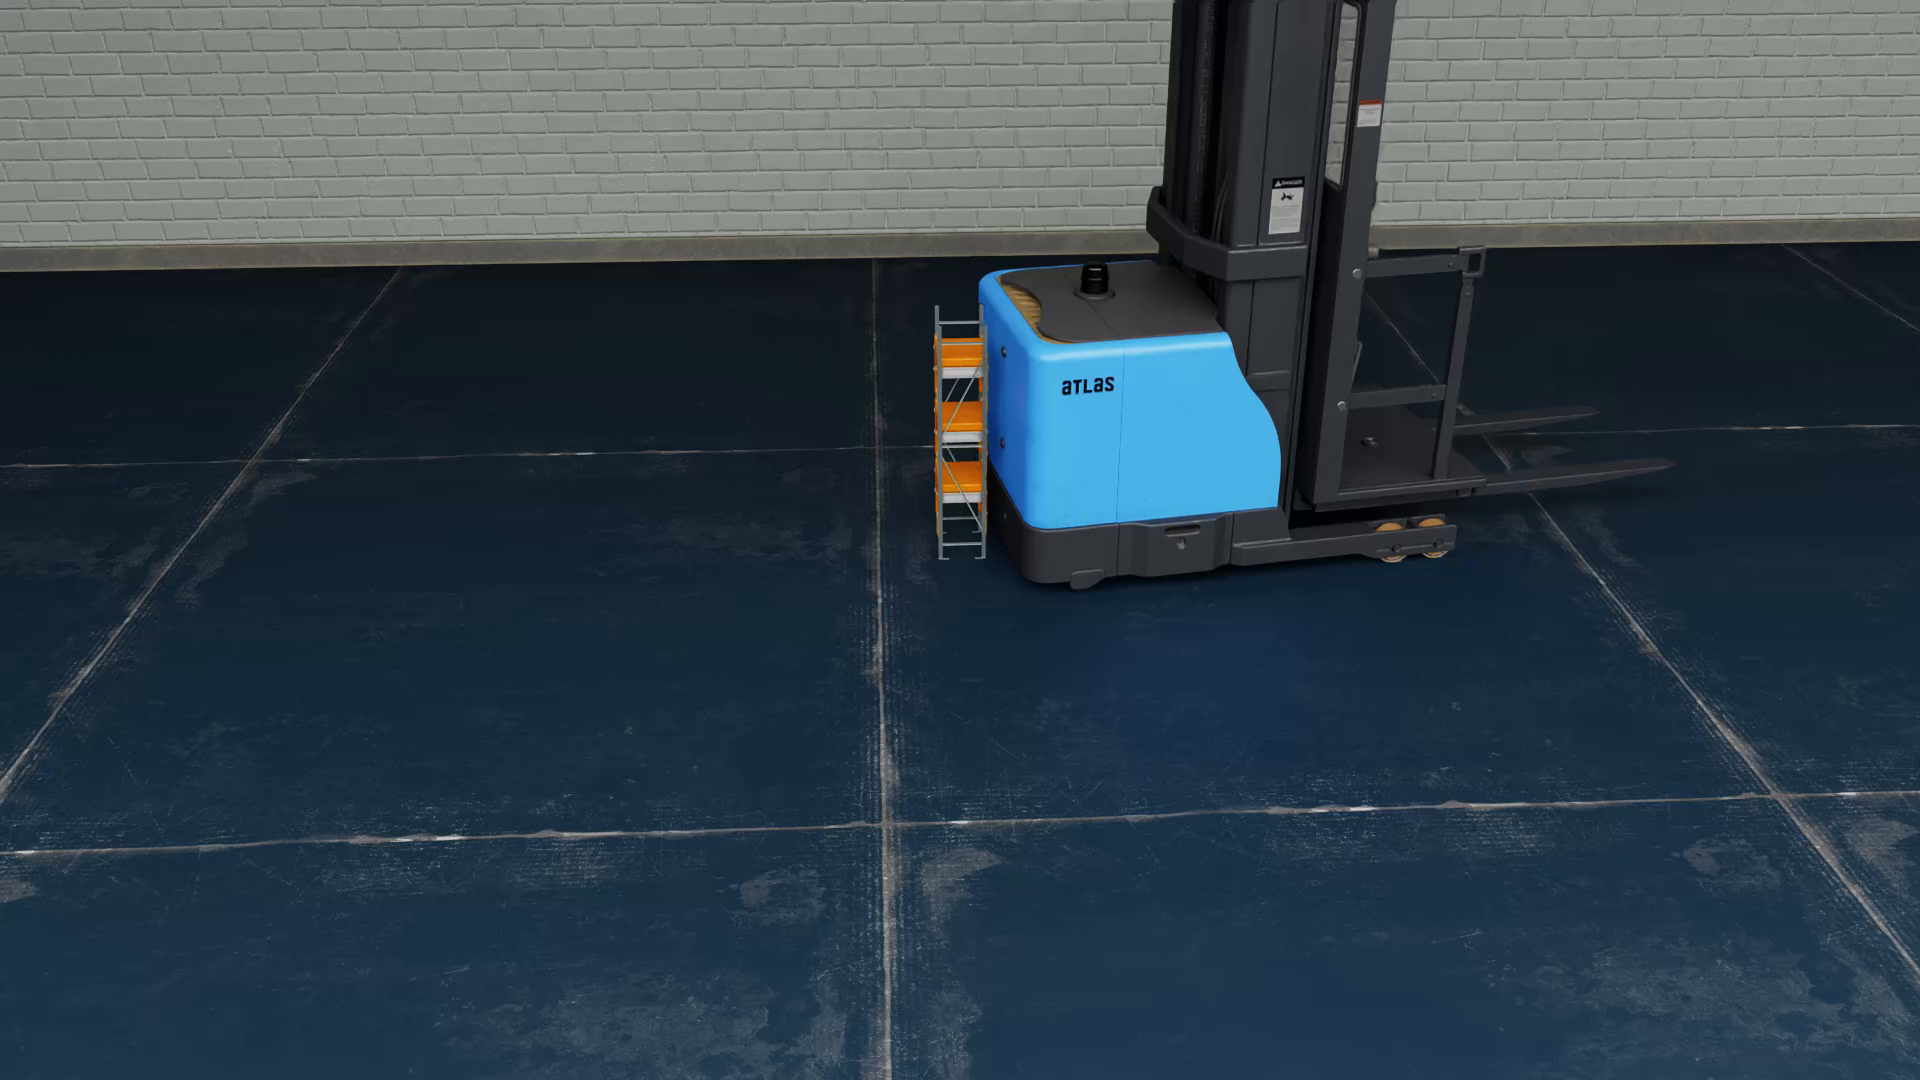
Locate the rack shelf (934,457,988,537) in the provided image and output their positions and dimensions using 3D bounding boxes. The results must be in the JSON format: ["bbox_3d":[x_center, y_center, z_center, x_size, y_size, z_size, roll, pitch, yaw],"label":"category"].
[{"bbox_3d":[0.003,-0.185,7.093,0.215,0.259,0.240,-1,28,-3],"label":"rack shelf"}]

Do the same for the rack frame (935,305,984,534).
[{"bbox_3d":[-0.004,-0.497,7.068,0.200,1.050,0.008,-1,28,-3],"label":"rack frame"}]

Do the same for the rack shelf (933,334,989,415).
[{"bbox_3d":[0.003,-0.683,6.833,0.215,0.259,0.240,-1,28,-3],"label":"rack shelf"}]

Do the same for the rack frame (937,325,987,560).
[{"bbox_3d":[0.009,-0.384,6.852,0.200,1.050,0.008,-1,28,-3],"label":"rack frame"}]

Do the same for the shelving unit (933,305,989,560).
[{"bbox_3d":[0.003,-0.441,6.960,0.215,1.050,0.252,-1,28,-3],"label":"shelving unit"}]

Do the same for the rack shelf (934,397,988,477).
[{"bbox_3d":[0.003,-0.431,6.965,0.215,0.259,0.240,-1,28,-3],"label":"rack shelf"}]

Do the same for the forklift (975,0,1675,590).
[{"bbox_3d":[1.638,-1.436,6.834,3.031,2.935,1.130,-6,28,-11],"label":"forklift"}]
